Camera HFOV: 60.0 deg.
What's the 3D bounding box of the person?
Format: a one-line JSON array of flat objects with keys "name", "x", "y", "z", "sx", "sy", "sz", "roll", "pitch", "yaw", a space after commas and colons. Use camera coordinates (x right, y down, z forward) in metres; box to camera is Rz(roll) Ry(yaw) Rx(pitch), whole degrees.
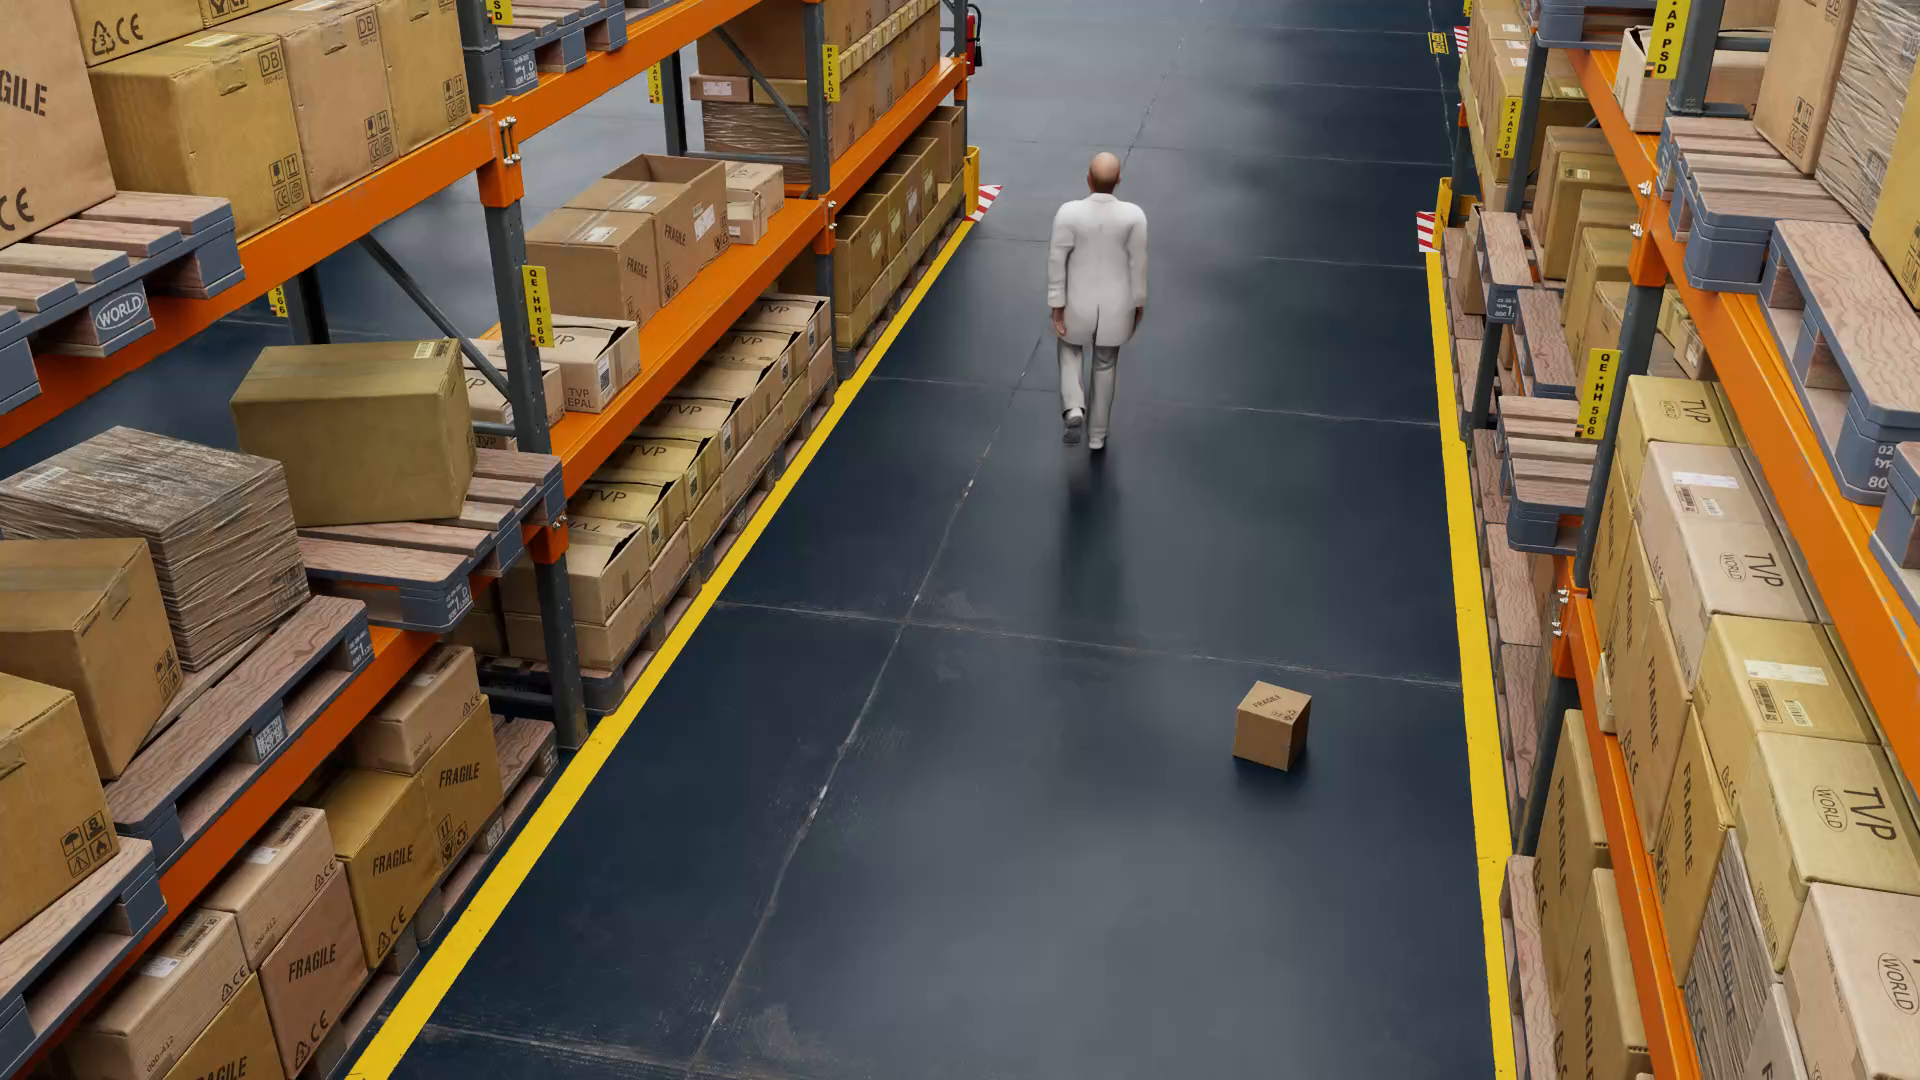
[{"name": "person", "x": 0.793, "y": -1.371, "z": 9.624, "sx": 0.582, "sy": 1.776, "sz": 0.531, "roll": 2, "pitch": 29, "yaw": 4}]
